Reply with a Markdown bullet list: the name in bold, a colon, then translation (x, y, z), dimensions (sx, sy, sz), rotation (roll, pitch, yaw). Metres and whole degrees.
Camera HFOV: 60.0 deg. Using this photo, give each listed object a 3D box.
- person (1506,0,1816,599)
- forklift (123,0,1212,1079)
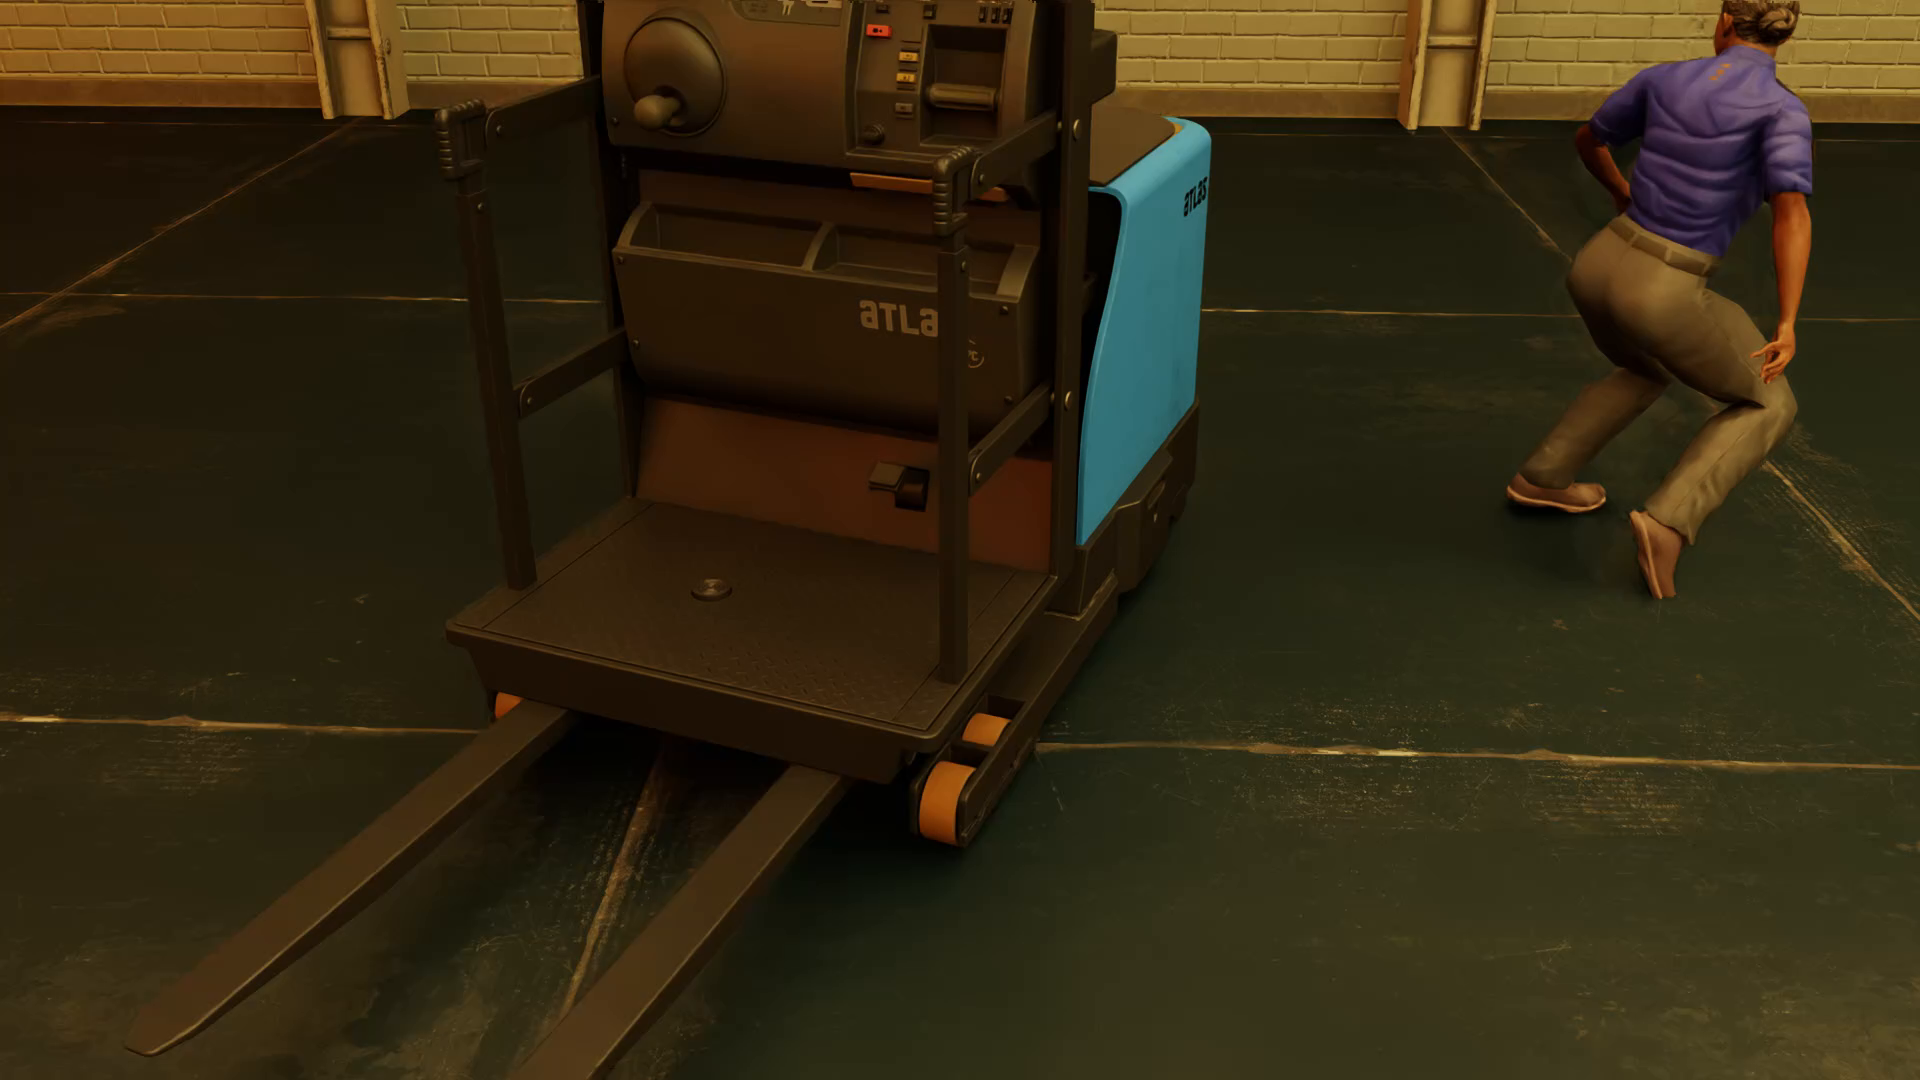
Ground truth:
- **person**: translation (1.825, -0.612, 4.166), dimensions (0.461, 1.536, 0.916), rotation (-10, 28, -19)
- **forklift**: translation (-0.368, -0.922, 3.077), dimensions (1.130, 2.935, 3.031), rotation (10, 28, 20)
